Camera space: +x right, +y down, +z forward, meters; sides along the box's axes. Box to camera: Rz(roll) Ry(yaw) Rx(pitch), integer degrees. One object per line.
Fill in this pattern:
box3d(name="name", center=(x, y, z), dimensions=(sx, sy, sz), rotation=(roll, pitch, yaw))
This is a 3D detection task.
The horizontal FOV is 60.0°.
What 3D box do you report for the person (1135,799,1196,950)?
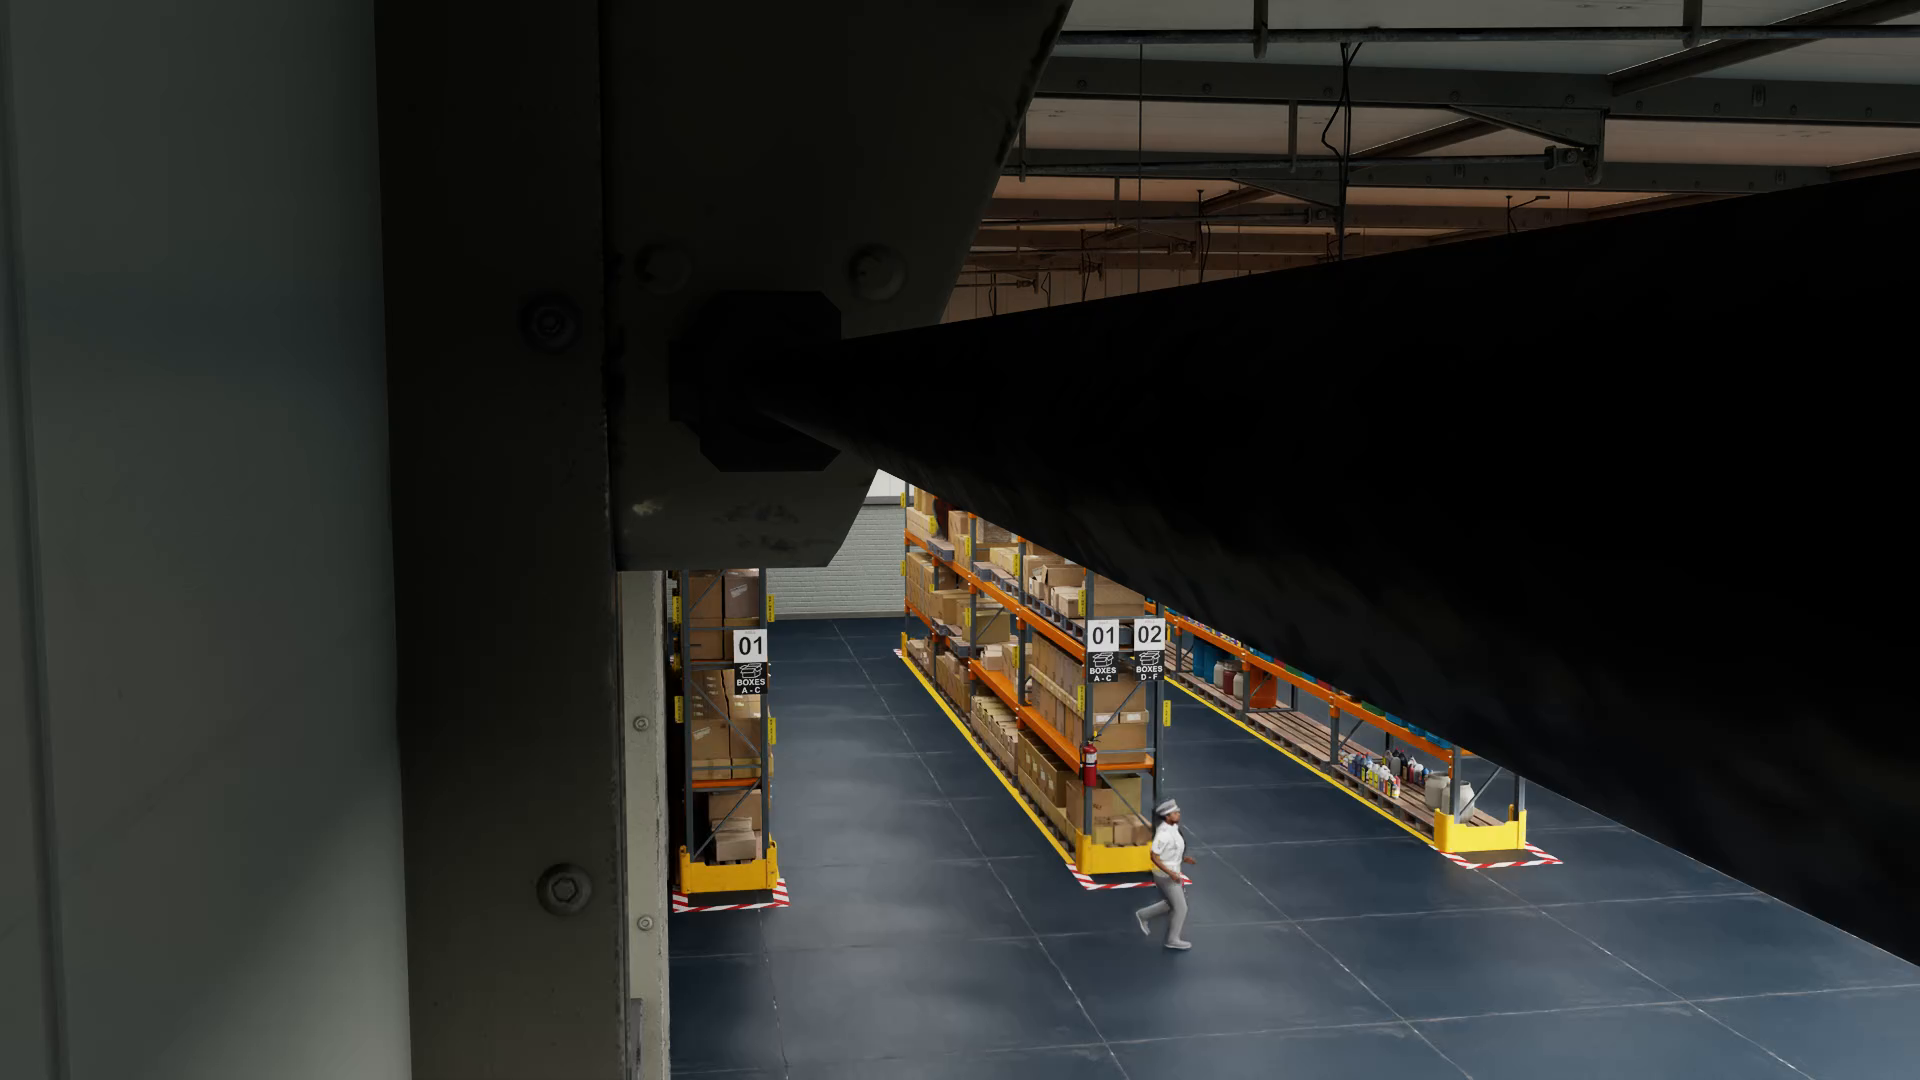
box3d(name="person", center=(2.233, 3.629, 18.109), dimensions=(0.645, 1.659, 0.571), rotation=(2, 6, 16))
